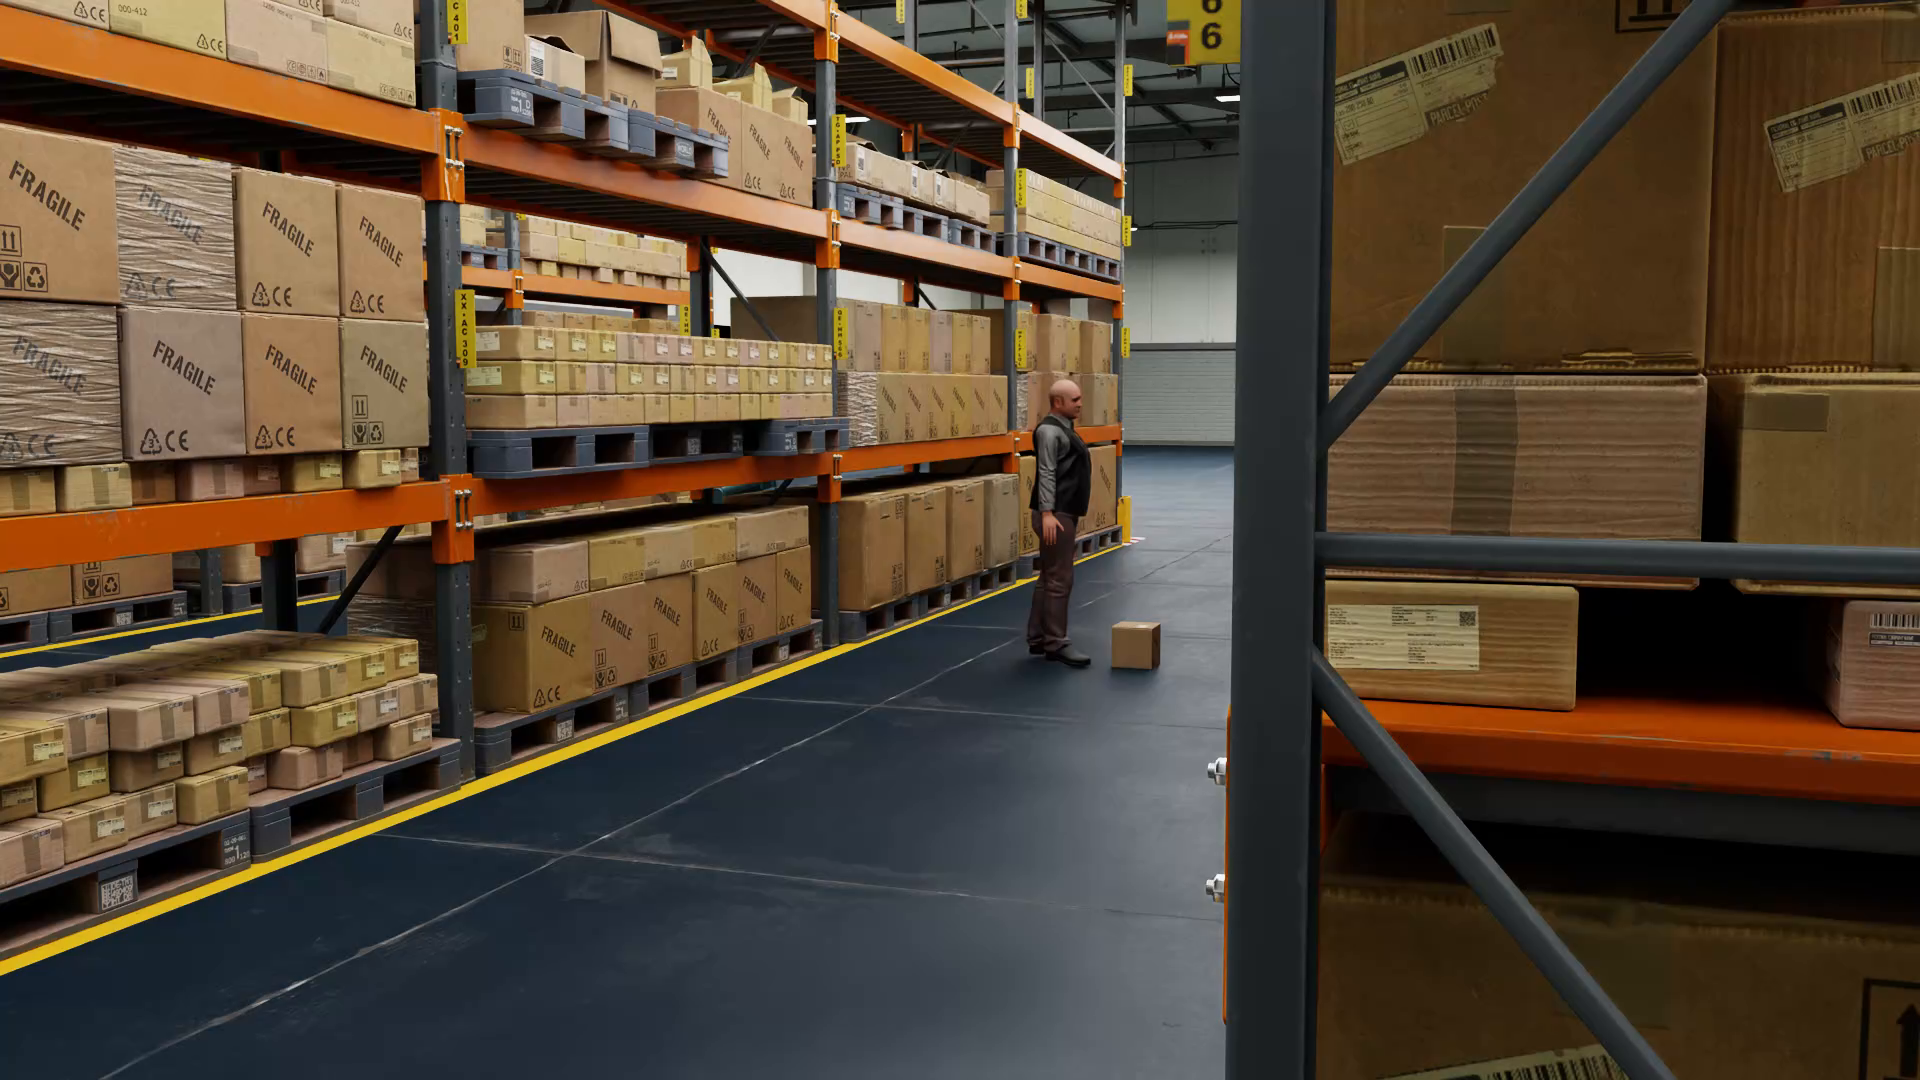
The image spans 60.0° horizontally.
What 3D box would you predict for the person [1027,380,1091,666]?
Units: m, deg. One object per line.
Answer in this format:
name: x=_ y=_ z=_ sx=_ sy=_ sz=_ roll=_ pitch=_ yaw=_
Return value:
person: x=0.618 y=-0.119 z=10.242 sx=0.443 sy=1.730 sz=0.616 roll=1 pitch=5 yaw=13
